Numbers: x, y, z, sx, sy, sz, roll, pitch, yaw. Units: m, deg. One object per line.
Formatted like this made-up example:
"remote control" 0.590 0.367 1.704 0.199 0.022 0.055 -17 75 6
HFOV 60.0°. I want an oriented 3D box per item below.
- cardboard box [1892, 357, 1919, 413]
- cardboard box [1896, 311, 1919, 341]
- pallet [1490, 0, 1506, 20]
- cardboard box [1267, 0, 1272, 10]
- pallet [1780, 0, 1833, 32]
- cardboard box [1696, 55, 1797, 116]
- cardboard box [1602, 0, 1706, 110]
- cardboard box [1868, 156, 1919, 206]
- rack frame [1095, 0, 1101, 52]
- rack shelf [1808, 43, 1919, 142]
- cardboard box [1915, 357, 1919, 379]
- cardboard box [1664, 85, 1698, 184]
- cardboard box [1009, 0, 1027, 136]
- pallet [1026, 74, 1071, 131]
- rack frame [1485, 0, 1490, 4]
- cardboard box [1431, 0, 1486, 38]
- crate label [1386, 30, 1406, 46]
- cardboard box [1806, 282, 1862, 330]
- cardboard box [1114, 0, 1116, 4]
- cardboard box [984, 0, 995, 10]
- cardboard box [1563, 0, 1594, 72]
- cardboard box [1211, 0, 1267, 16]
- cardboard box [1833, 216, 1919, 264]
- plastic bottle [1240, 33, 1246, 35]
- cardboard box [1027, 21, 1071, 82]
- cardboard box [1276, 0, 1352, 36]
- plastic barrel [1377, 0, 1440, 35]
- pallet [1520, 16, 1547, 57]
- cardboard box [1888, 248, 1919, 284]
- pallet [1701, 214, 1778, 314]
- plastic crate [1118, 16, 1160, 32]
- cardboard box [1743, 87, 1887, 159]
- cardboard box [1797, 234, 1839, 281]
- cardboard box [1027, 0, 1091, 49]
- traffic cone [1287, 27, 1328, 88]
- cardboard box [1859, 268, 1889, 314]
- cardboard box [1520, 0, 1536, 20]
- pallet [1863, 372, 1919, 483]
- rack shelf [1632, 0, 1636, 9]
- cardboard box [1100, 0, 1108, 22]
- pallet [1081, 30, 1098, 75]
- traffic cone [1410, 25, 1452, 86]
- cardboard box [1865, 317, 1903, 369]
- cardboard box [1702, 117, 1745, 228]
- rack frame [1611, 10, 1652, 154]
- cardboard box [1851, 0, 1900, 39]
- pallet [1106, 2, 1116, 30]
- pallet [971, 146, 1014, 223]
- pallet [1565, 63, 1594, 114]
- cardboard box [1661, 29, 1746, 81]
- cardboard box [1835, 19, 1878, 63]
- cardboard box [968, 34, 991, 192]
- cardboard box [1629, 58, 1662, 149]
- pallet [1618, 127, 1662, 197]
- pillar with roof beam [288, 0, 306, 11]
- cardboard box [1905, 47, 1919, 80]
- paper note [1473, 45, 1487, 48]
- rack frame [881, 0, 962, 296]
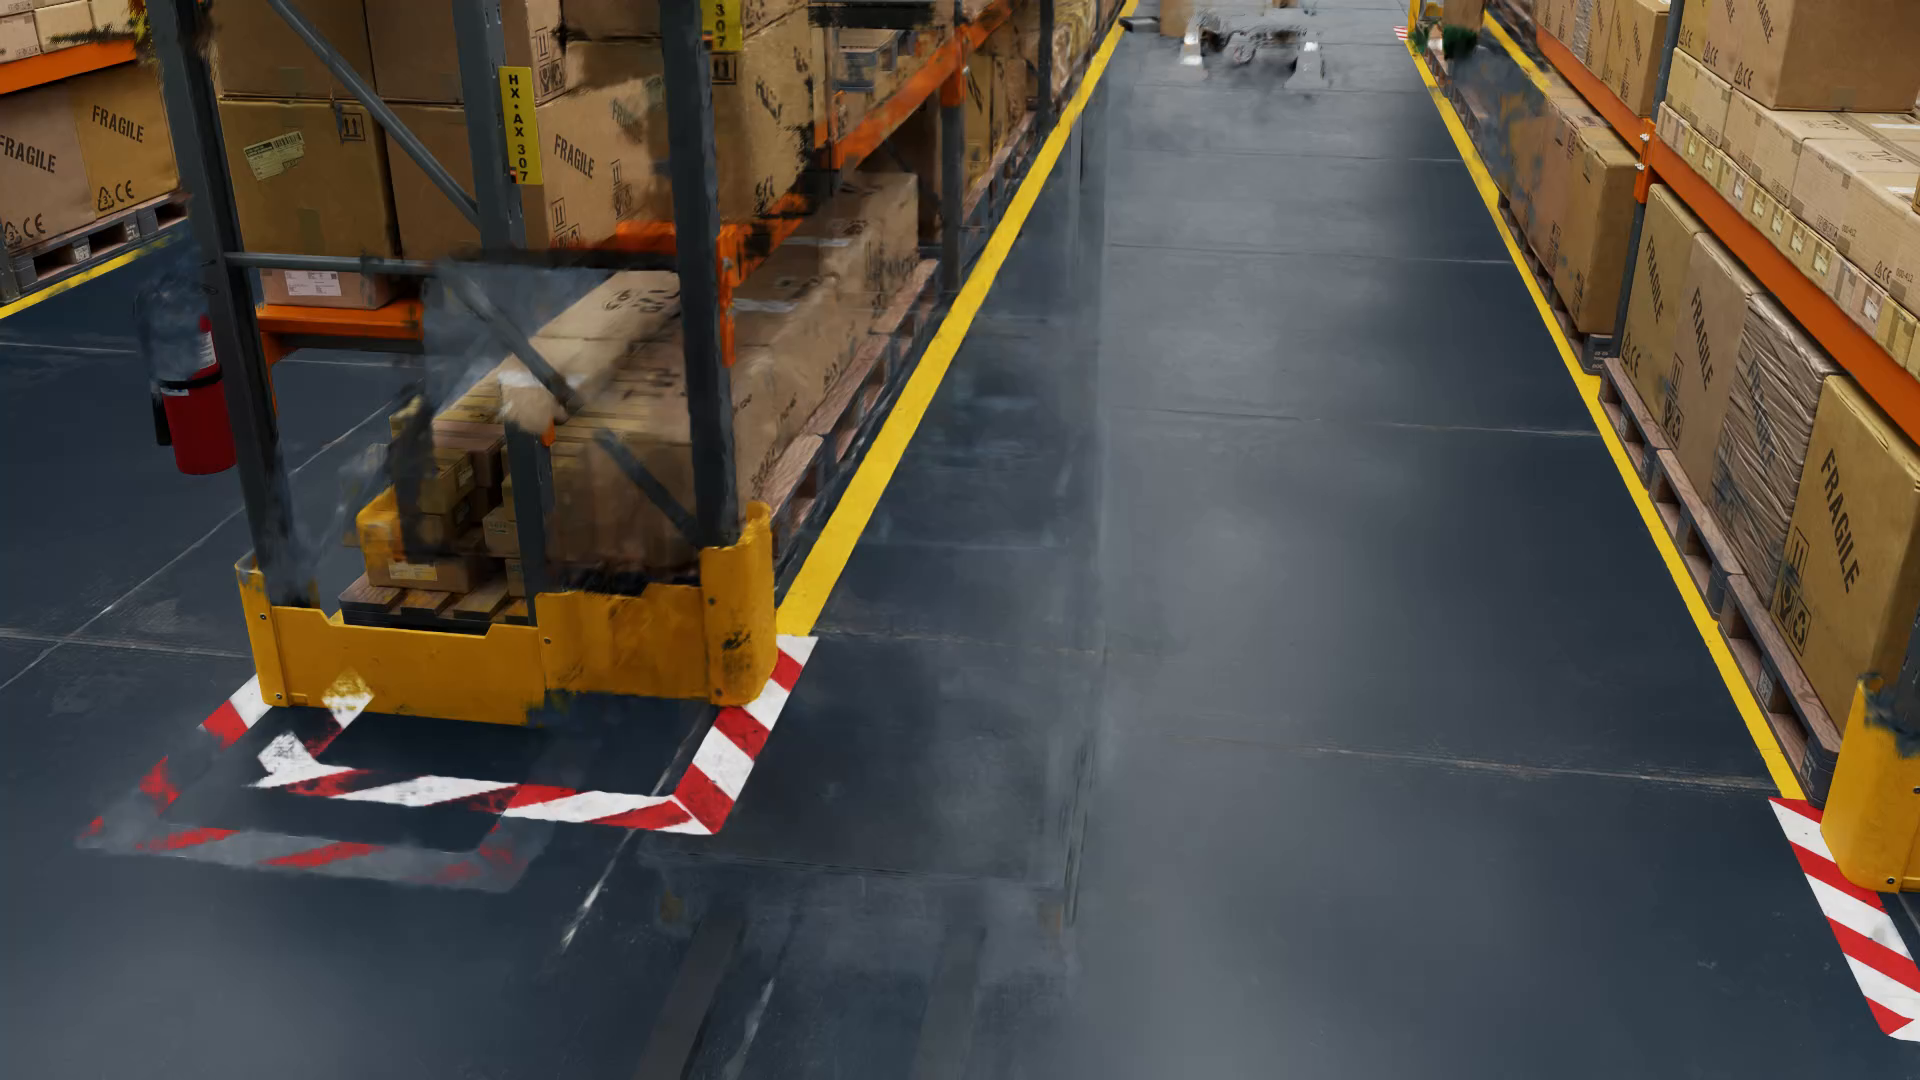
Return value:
"cardboard box" -1.668 -0.705 7.584 0.380 0.149 0.250 3 25 7
"cardboard box" -1.566 -0.943 7.742 0.380 0.149 0.250 5 26 11
"pallet" 0.788 -5.897 19.099 1.003 0.211 1.213 4 25 9
"cardboard box" -2.279 -5.822 19.012 0.380 0.149 0.250 19 31 35
"pallet" -0.851 -2.704 9.214 1.003 0.211 1.213 4 25 9
"cardboard box" -1.077 -2.644 10.429 0.500 0.250 0.500 3 25 6
"cardboard box" -0.277 -3.574 13.005 1.050 0.750 0.750 4 25 8
"cardboard box" -0.737 -1.830 9.574 0.500 0.500 0.500 5 26 11
"rack frame" -4.712 -6.128 16.303 1.000 3.000 0.127 4 25 9
"rack shelf" -1.446 -1.319 6.878 1.077 0.370 4.000 4 25 9
"cardboard box" -1.735 -0.740 7.310 0.380 0.149 0.250 4 25 9
"cardboard box" -0.991 -2.508 11.024 0.500 0.500 0.500 3 25 7
"cardboard box" -5.560 -3.399 12.485 0.875 0.875 0.875 4 25 8
"pallet" -5.236 -3.518 14.018 1.003 0.211 1.213 4 25 9
"rack frame" 0.842 -7.500 19.234 1.000 3.000 0.127 4 25 9
"cardboard box" -0.570 -5.416 17.729 0.500 0.500 0.500 8 26 18
"crate label" -1.283 -4.921 17.102 0.298 0.136 0.250 -14 29 -27
"cardboard box" -1.539 -1.139 8.512 0.380 0.149 0.250 5 26 10
"cardboard box" -4.189 -5.747 18.237 0.500 0.250 0.500 4 25 8
"cardboard box" -5.604 -3.096 10.003 0.500 0.250 0.500 3 25 7
"cardboard box" 0.014 -4.329 14.619 1.050 0.750 0.750 4 25 9
"cardboard box" -2.951 -5.228 16.435 0.500 0.500 0.500 4 25 9
"cardboard box" -1.483 -1.409 8.387 0.380 0.149 0.250 5 26 11
"plastic bottle" -2.651 -5.207 17.801 0.133 0.061 0.283 8 26 18
"cardboard box" -5.151 -3.999 14.361 0.950 0.372 0.625 4 25 8
"cardboard box" -1.992 -5.430 17.596 0.797 0.637 0.503 4 25 9
"plastic barrel" -1.140 -5.241 17.447 0.421 0.421 0.512 -20 32 -36
"pallet" 0.390 -4.877 16.919 1.003 0.211 1.213 4 25 9
"cardboard box" -1.496 -1.189 7.917 0.380 0.149 0.250 3 25 7
"pallet" -0.993 -1.544 9.799 1.003 0.211 1.213 4 25 9
"plastic crate" -3.646 -5.405 18.203 0.402 0.080 0.583 -5 25 -10
"cardboard box" -1.247 -2.208 9.497 0.500 0.250 0.500 3 25 7
"cardboard box" -1.494 -1.385 8.688 0.380 0.149 0.250 5 26 11
"cardboard box" -4.909 -4.607 15.659 0.950 0.372 0.625 6 26 12
"traffic cone" -2.594 -4.172 15.118 0.336 0.463 0.334 4 25 9
"cardboard box" -1.451 -1.169 8.225 0.380 0.149 0.250 4 25 8
"cardboard box" 0.504 -5.690 17.379 0.875 0.875 0.875 4 25 9
"pallet" -1.391 -0.423 7.405 1.003 0.211 1.213 4 25 9
"rack shelf" -0.139 -4.665 14.026 1.077 0.370 4.000 4 25 9
"cardboard box" -4.349 -5.301 17.284 0.500 0.250 0.500 3 25 6
"pallet" -4.837 -4.539 16.198 1.003 0.211 1.213 4 25 9
"traffic cone" -1.521 -4.222 15.223 0.336 0.463 0.334 4 25 9
"cardboard box" -1.521 -0.922 8.048 0.380 0.149 0.250 4 25 7
"cardboard box" -1.163 -2.081 10.110 0.500 0.500 0.500 3 25 7
"rack frame" -0.465 -4.154 12.086 1.000 3.000 0.127 4 25 9
"cardboard box" -1.449 -2.471 8.023 0.500 0.500 0.500 4 25 8
"pallet" -4.440 -5.660 18.592 1.003 0.211 1.213 4 25 9
"pallet" -5.770 -2.358 11.540 1.003 0.211 1.213 4 25 9
"pallet" -0.061 -3.724 14.458 1.003 0.211 1.213 4 25 9
"cardboard box" -0.900 -3.068 11.335 0.500 0.250 0.500 4 25 8
"cardboard box" -1.488 -2.271 8.361 0.380 0.149 0.250 5 26 10
"cardboard box" -5.857 -2.653 10.890 0.875 0.875 0.875 5 26 10
"cardboard box" -0.833 -2.934 11.933 0.500 0.500 0.500 3 25 6
"pallet" -0.595 -2.564 11.979 1.003 0.211 1.213 4 25 9
"pillar with roof beam" -6.692 -7.824 12.849 9.100 9.000 0.400 4 25 9
"cardboard box" -1.449 -2.043 7.873 0.380 0.149 0.250 3 25 6
"paper note" -0.595 -4.826 17.024 0.147 0.020 0.142 -14 29 -27
"rack frame" -6.019 -2.782 9.155 1.000 3.000 0.127 4 25 9
